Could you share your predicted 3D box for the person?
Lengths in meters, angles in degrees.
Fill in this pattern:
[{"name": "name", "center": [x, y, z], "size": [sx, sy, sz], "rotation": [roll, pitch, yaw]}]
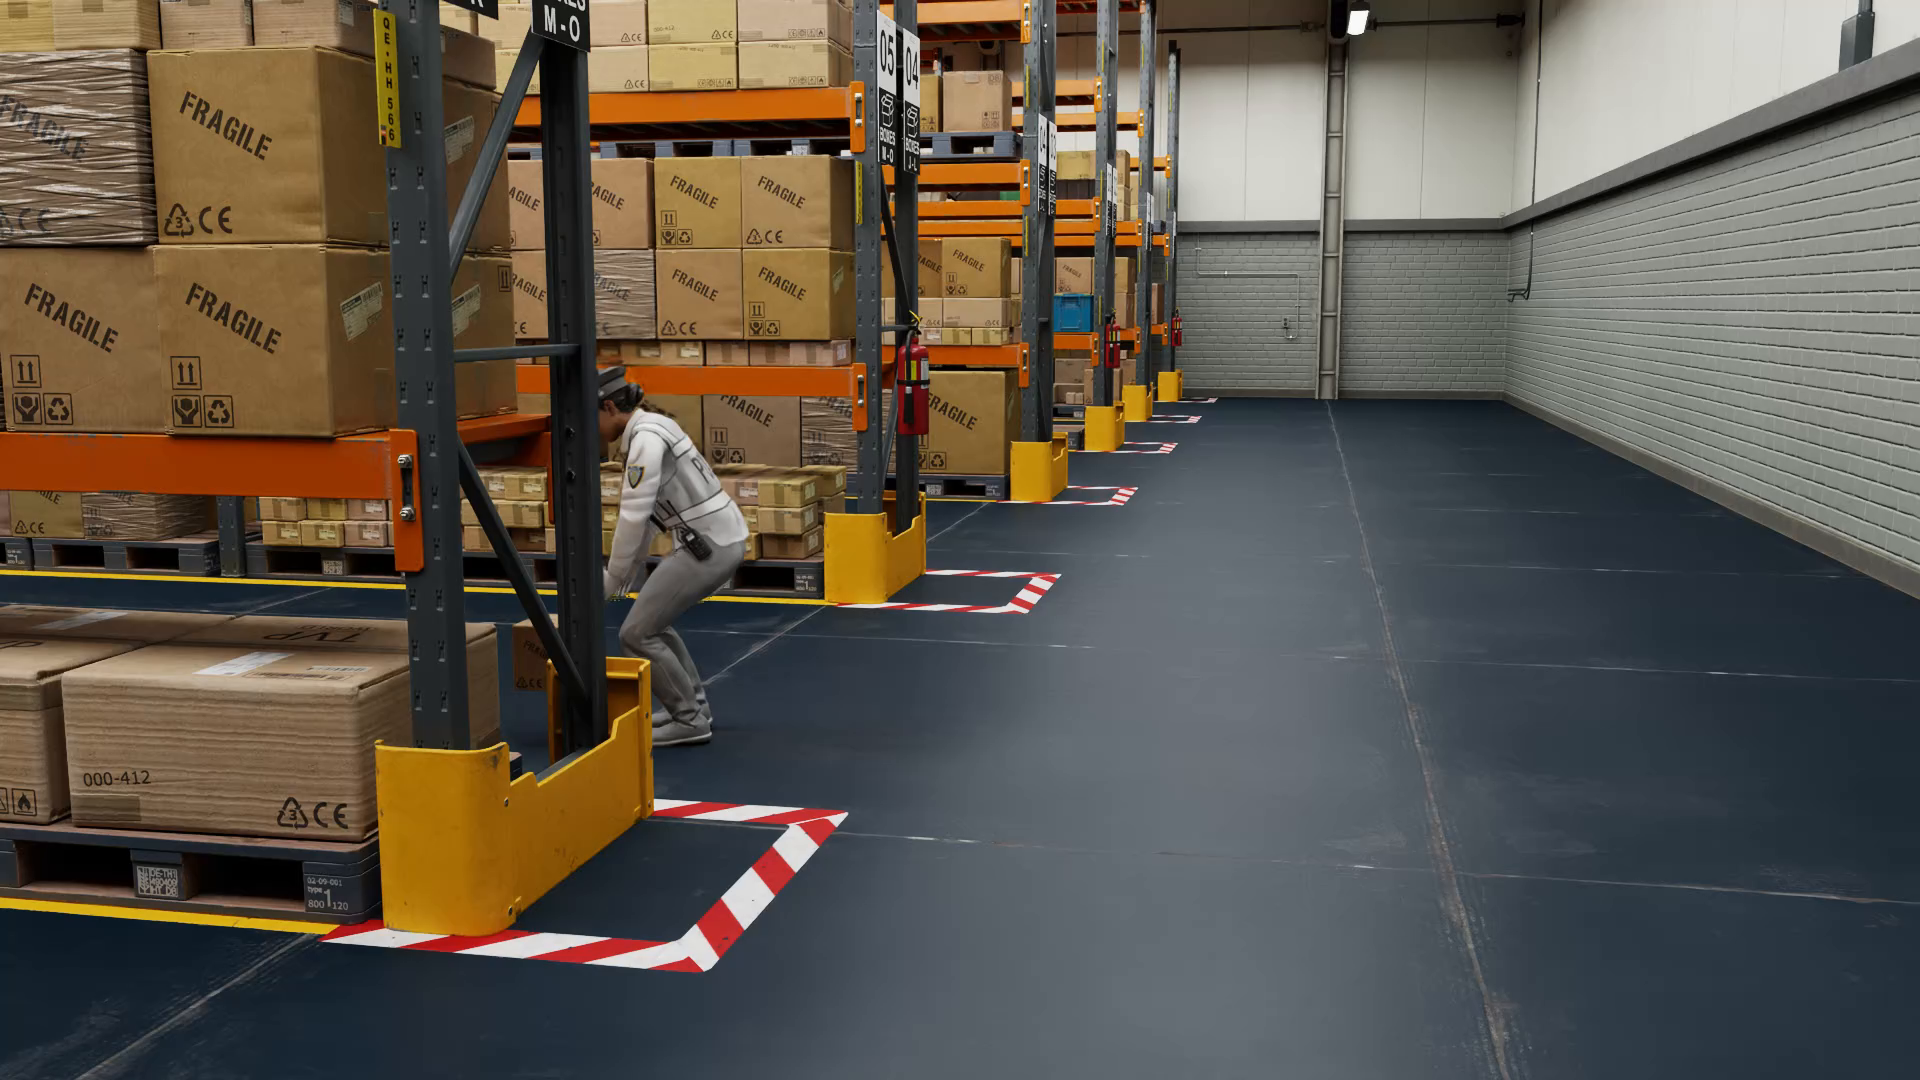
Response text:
[{"name": "person", "center": [-1.141, 0.058, 6.282], "size": [0.666, 1.430, 0.534], "rotation": [0, 8, -1]}]
